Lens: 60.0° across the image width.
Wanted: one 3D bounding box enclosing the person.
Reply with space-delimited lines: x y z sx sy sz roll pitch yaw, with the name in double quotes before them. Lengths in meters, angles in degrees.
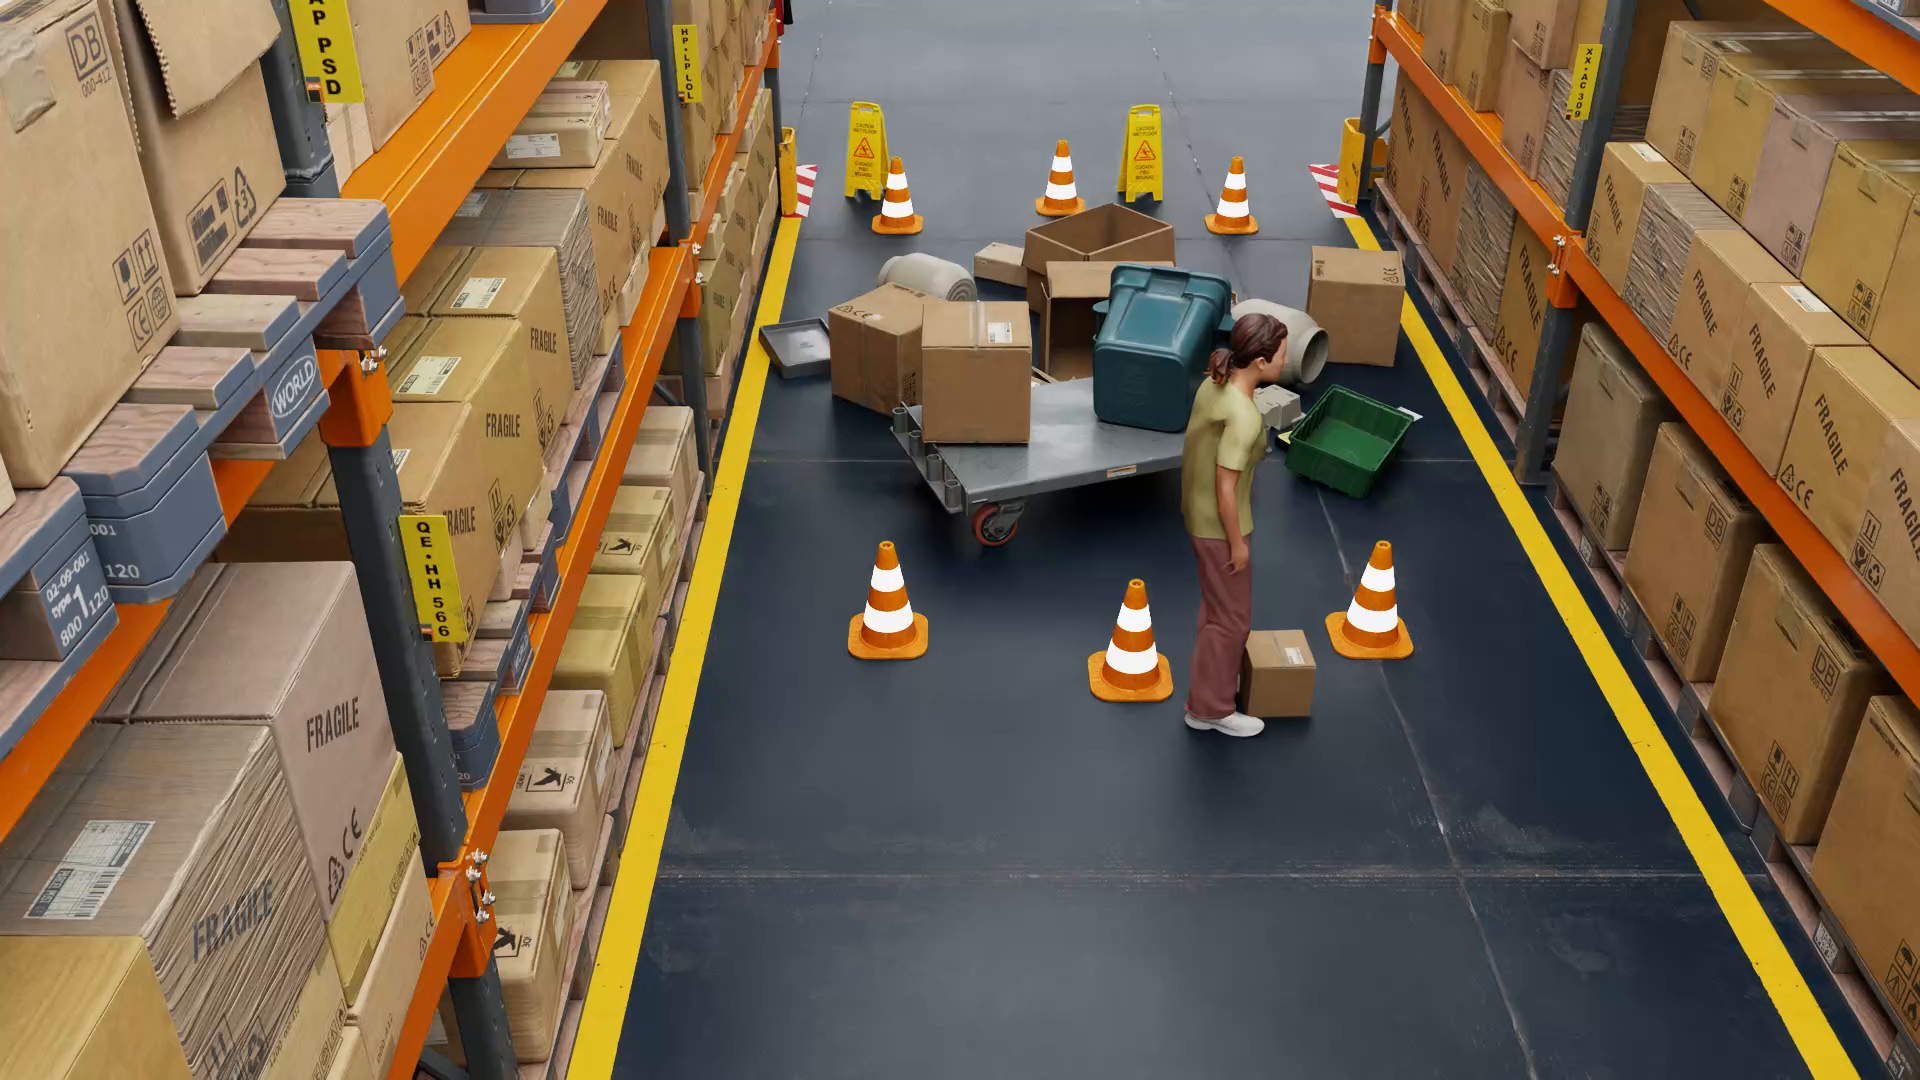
"person" 1.032 -0.066 6.245 0.416 1.671 0.502 -1 32 -2
